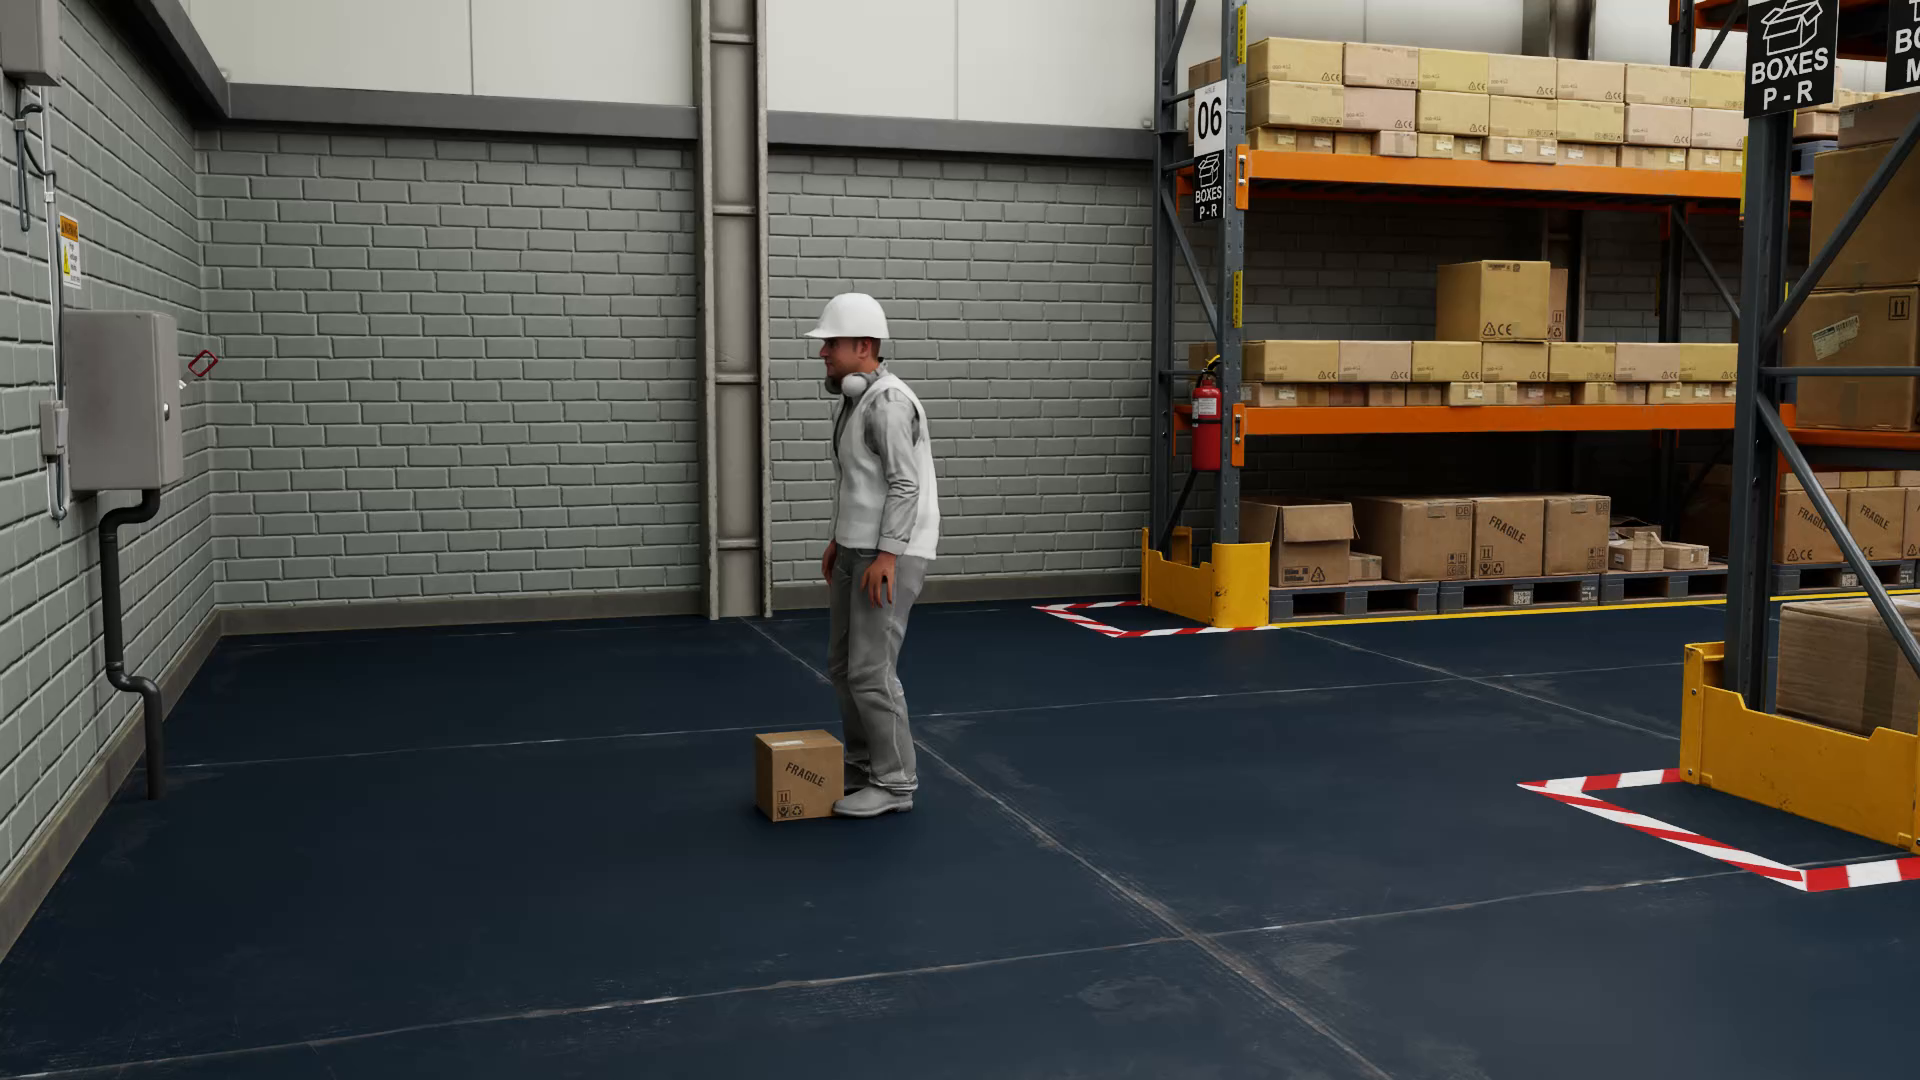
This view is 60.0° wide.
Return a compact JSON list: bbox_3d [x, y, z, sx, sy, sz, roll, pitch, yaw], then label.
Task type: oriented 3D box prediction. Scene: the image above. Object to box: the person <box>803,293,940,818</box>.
[{"bbox_3d":[-0.314,0.044,5.744,0.461,1.772,0.589,-2,6,-21],"label":"person"}]
